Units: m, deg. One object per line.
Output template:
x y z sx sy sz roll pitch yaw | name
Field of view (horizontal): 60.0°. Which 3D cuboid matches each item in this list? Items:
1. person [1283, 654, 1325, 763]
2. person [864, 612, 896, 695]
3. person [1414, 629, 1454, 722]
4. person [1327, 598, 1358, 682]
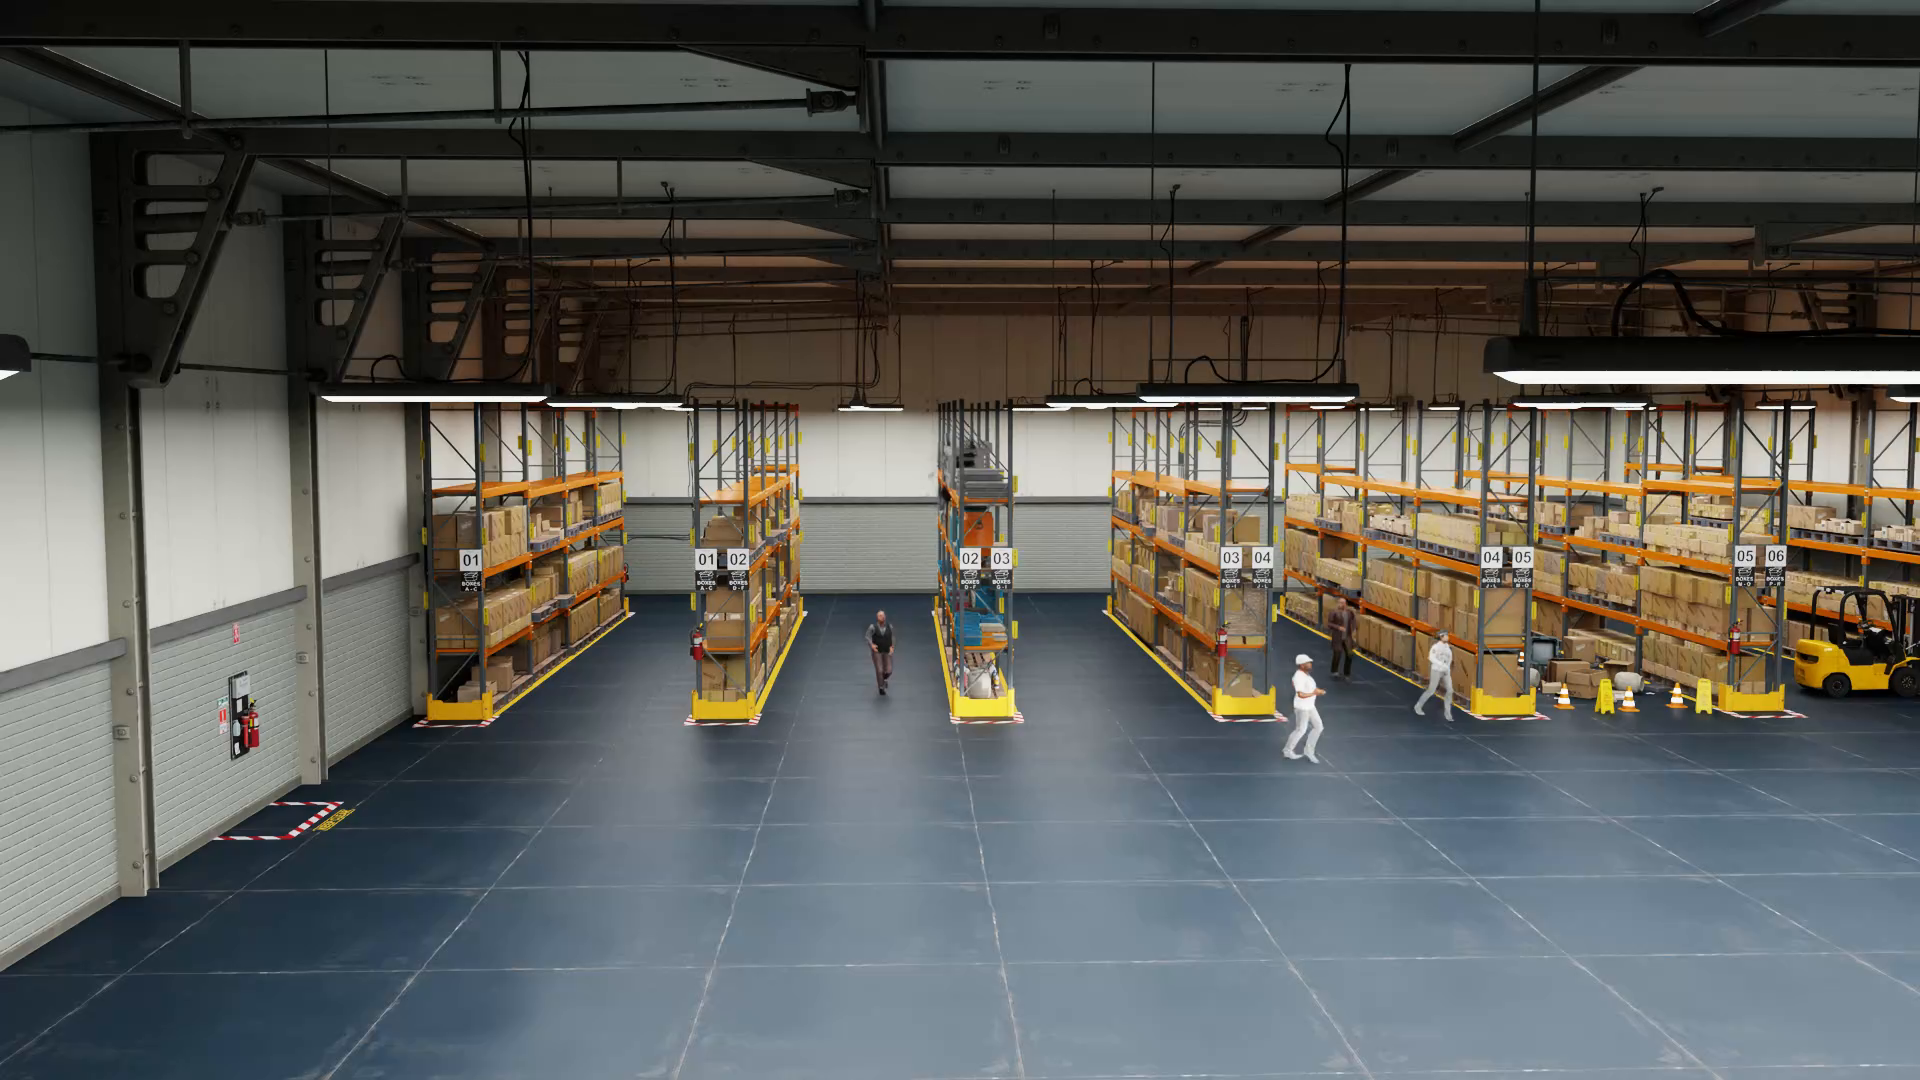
5.659 2.776 27.255 0.710 1.815 0.676 2 5 28 | person
-1.616 2.302 34.017 0.670 1.691 0.543 -1 4 -14 | person
9.060 2.514 31.313 0.677 1.708 0.820 -3 5 -35 | person
8.194 2.253 35.616 0.740 1.663 0.811 -1 4 -7 | person
